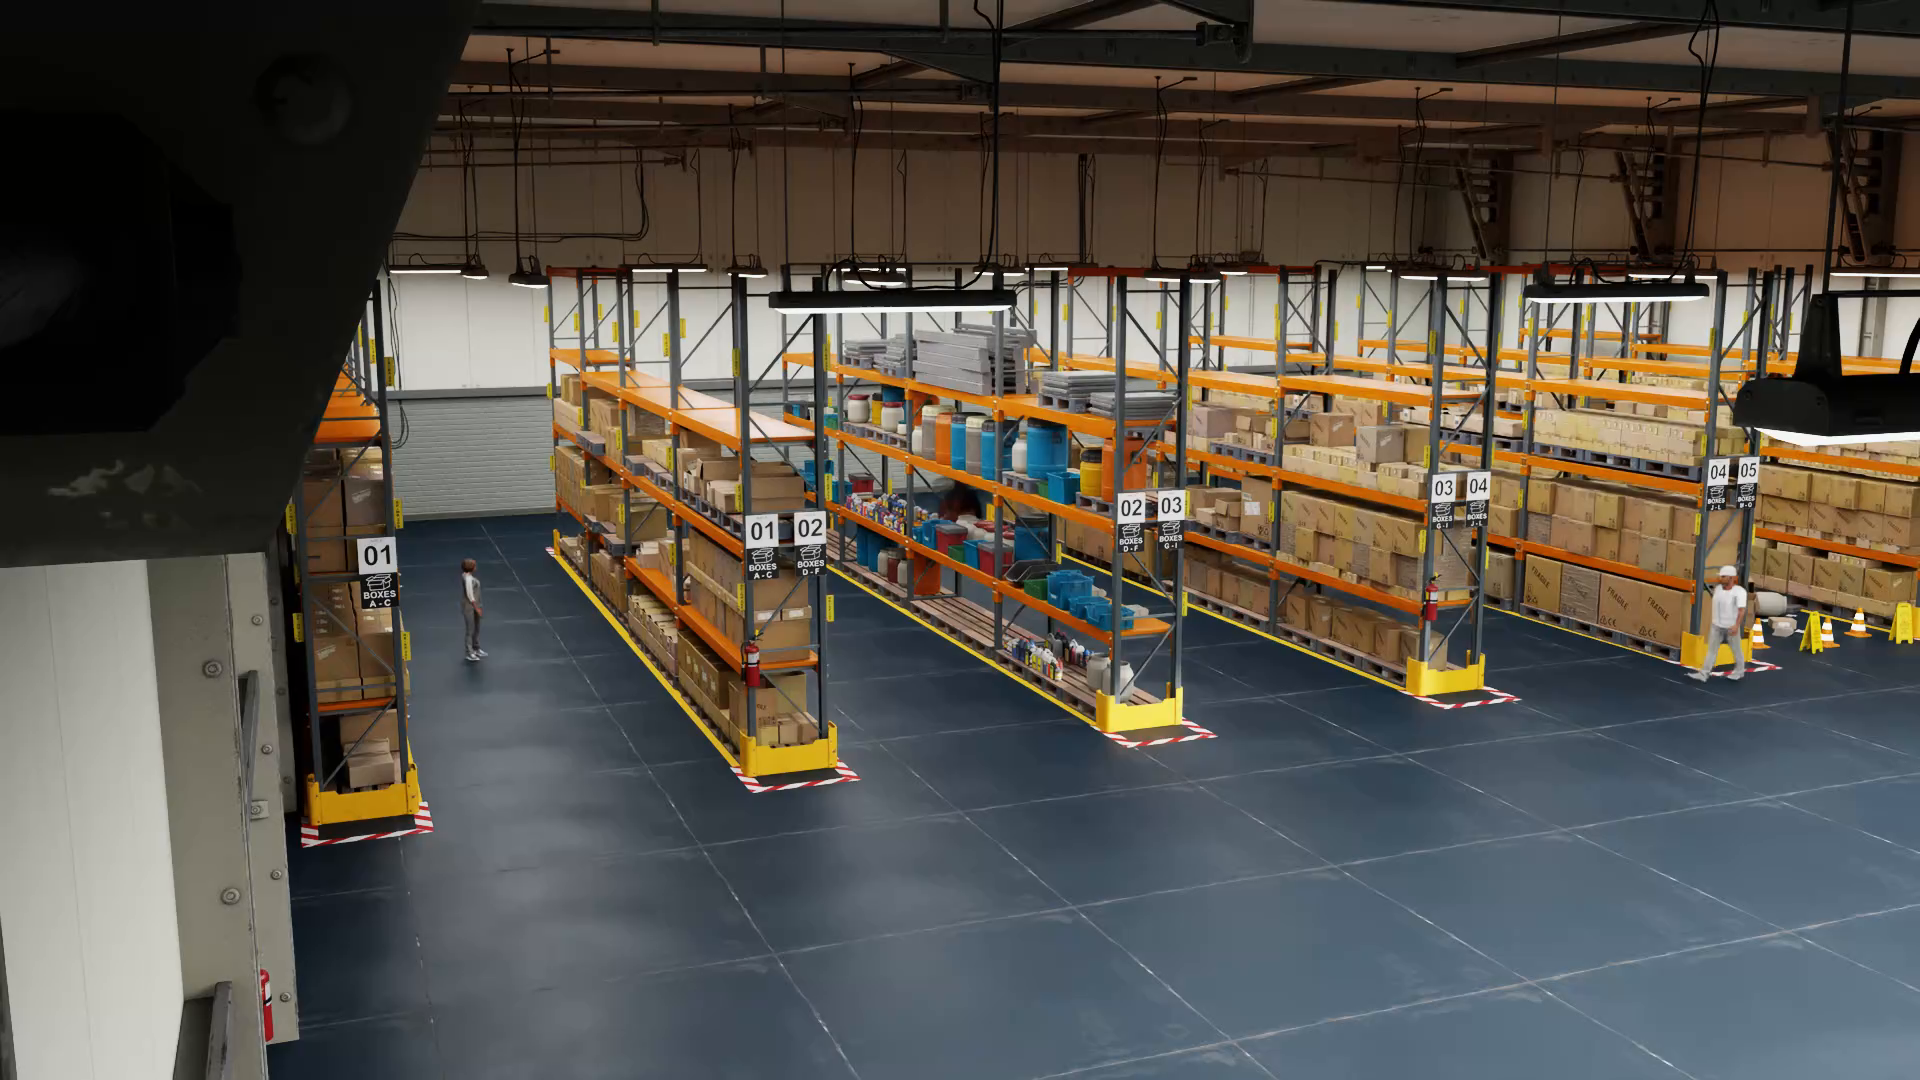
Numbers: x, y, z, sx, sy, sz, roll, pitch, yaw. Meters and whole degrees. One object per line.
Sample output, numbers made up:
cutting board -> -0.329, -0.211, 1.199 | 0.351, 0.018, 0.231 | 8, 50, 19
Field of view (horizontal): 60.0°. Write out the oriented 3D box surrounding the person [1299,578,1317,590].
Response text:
person -> 6.395, 0.112, 30.808 | 0.587, 1.784, 0.545 | 0, 10, 1

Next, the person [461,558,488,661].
person -> -7.549, 1.075, 25.913 | 0.425, 1.628, 0.565 | 2, 10, 12

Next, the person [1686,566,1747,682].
person -> 11.225, 1.242, 24.430 | 1.003, 1.709, 0.629 | -6, 12, -33
